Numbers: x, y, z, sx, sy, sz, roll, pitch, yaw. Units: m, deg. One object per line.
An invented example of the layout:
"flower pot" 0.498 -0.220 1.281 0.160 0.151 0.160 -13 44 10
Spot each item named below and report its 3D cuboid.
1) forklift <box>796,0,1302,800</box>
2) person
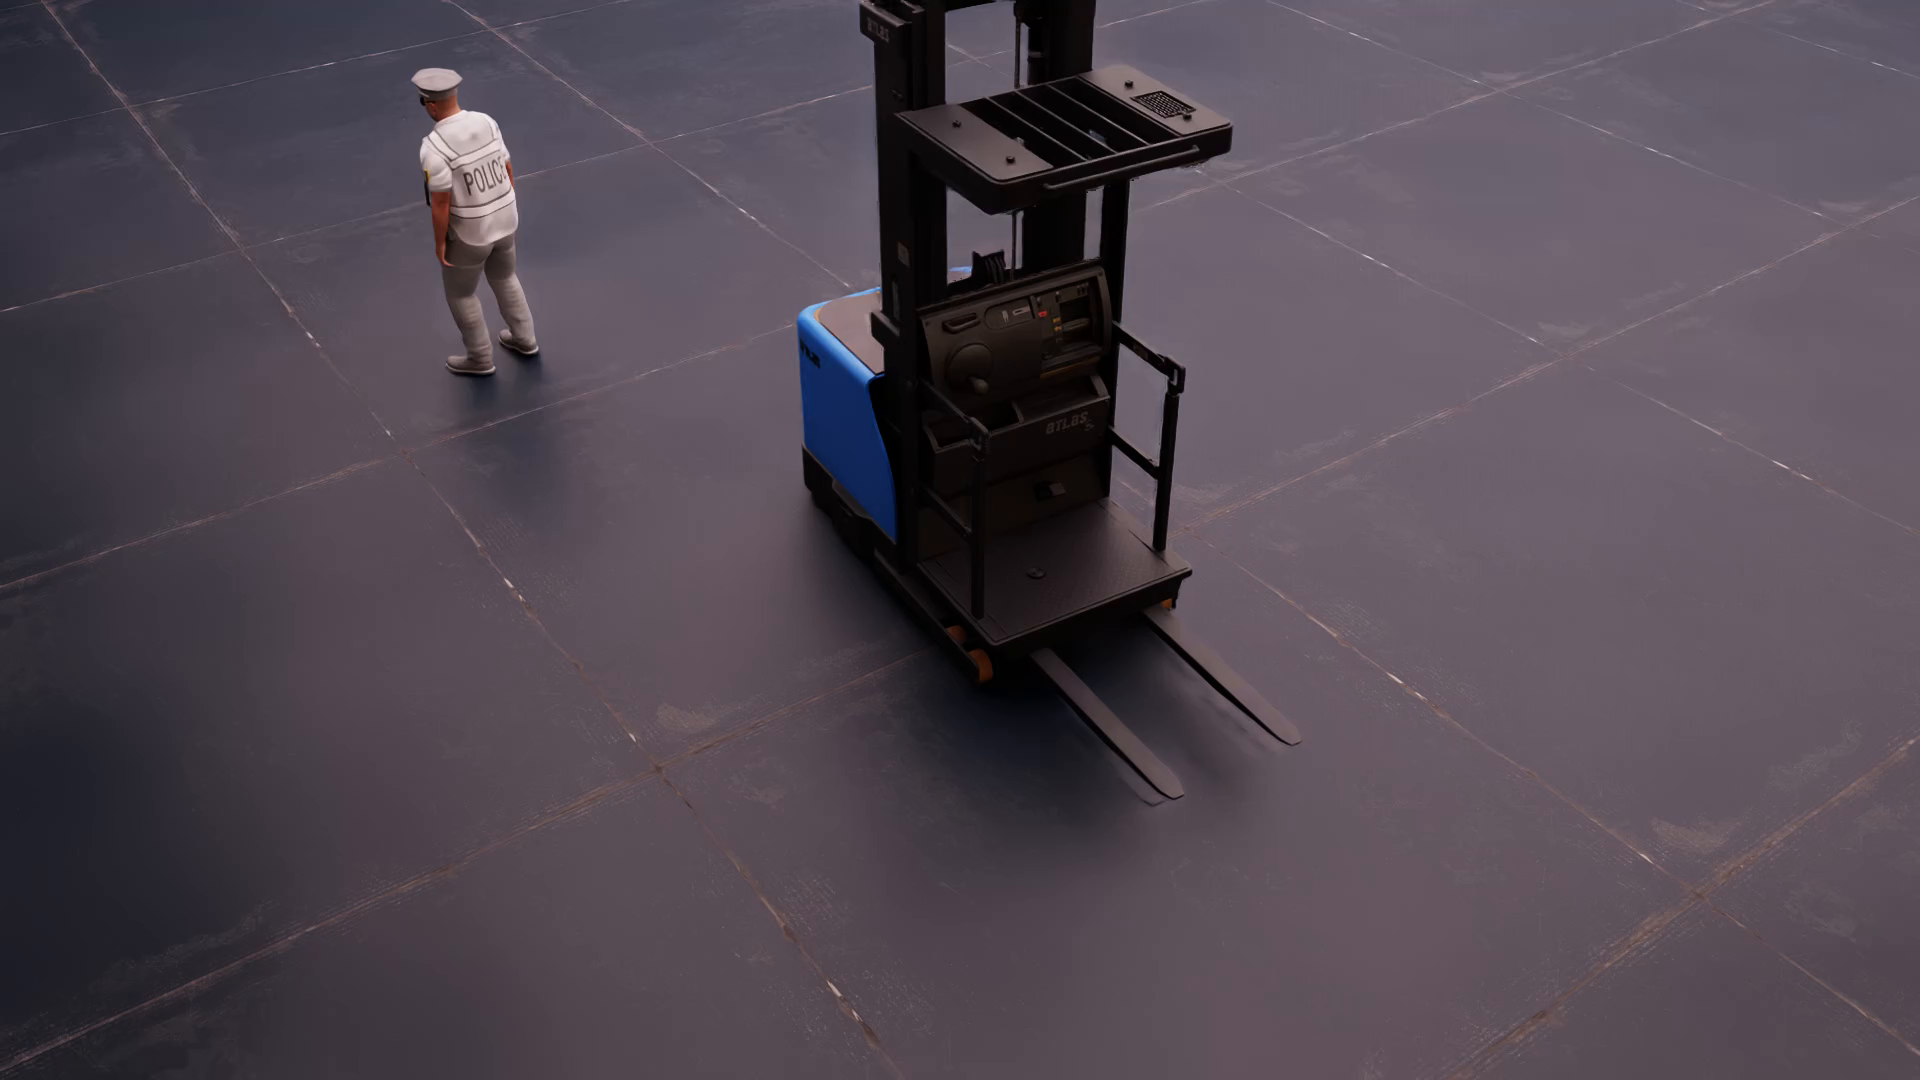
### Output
"forklift" 0.366 -0.839 7.079 1.130 2.935 3.031 -19 41 -24
"person" -2.725 -1.761 9.329 0.457 1.754 0.591 22 42 27
